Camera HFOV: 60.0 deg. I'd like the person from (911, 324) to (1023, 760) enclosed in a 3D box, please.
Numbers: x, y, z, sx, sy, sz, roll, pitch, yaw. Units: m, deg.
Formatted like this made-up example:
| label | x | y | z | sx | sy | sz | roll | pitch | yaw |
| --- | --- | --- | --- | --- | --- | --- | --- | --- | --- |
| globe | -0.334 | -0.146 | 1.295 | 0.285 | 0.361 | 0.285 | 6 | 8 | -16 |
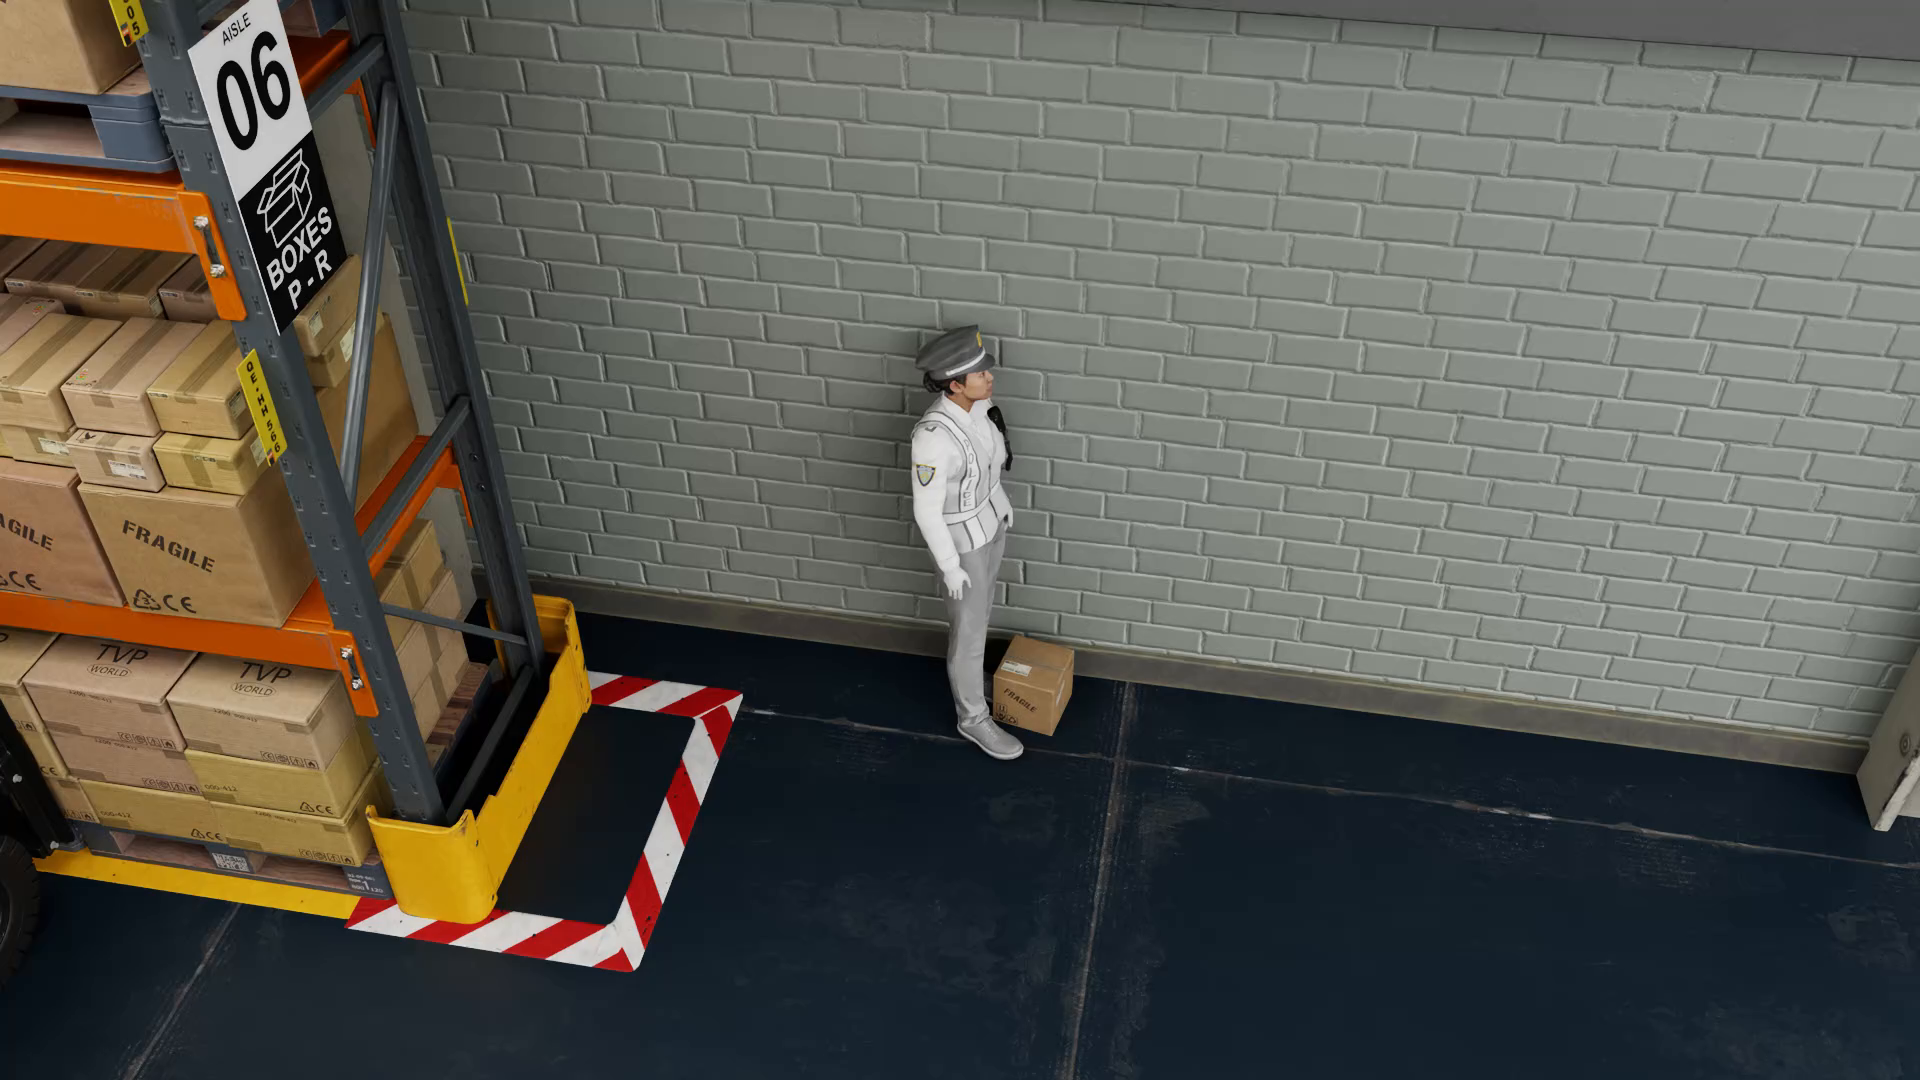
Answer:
| label | x | y | z | sx | sy | sz | roll | pitch | yaw |
| --- | --- | --- | --- | --- | --- | --- | --- | --- | --- |
| person | 0.088 | -0.015 | 6.136 | 0.534 | 1.696 | 0.587 | 16 | 43 | 17 |
